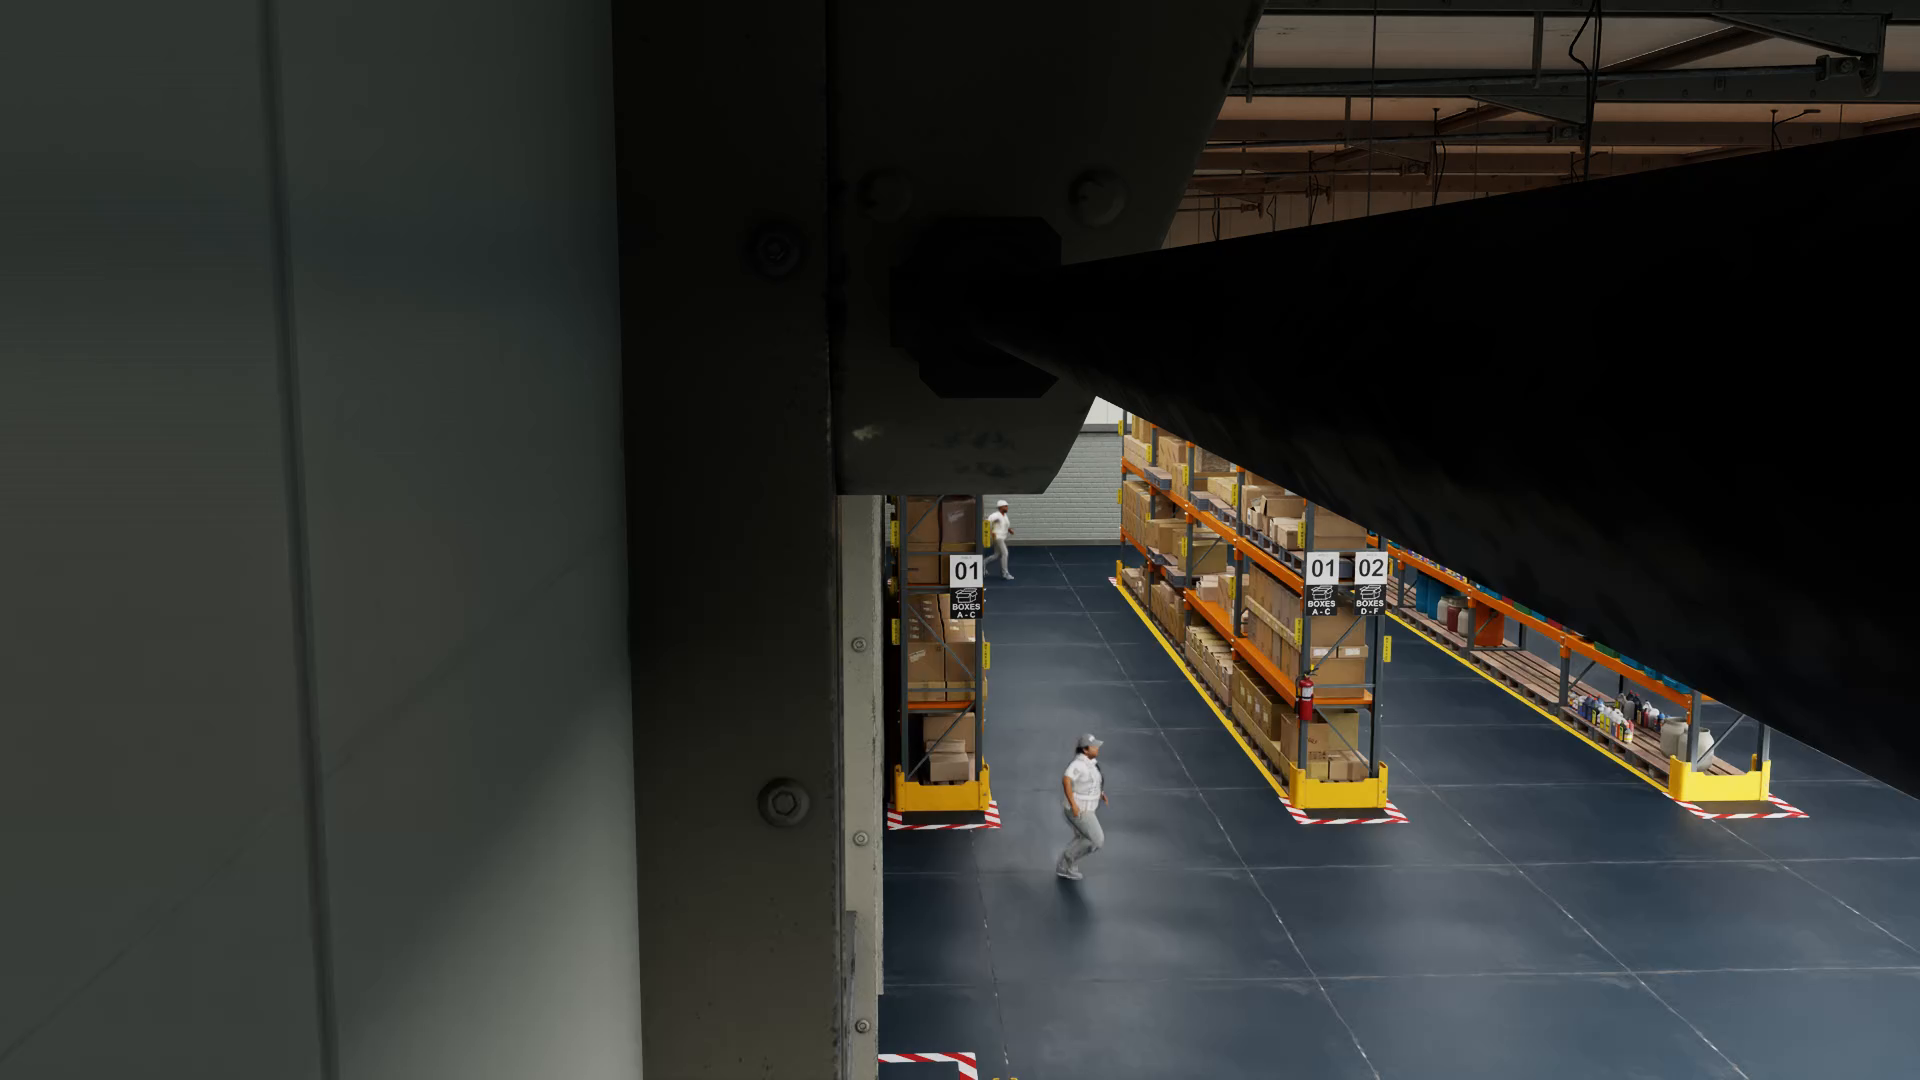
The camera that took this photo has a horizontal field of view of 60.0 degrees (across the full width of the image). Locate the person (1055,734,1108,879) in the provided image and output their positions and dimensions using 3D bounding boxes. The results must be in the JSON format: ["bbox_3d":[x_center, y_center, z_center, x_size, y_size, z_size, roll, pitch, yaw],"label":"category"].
[{"bbox_3d":[1.308,2.901,17.967,0.568,1.625,0.691,3,9,20],"label":"person"}]

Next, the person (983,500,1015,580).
[{"bbox_3d":[0.866,-0.030,37.261,0.943,1.721,0.742,3,9,18],"label":"person"}]
